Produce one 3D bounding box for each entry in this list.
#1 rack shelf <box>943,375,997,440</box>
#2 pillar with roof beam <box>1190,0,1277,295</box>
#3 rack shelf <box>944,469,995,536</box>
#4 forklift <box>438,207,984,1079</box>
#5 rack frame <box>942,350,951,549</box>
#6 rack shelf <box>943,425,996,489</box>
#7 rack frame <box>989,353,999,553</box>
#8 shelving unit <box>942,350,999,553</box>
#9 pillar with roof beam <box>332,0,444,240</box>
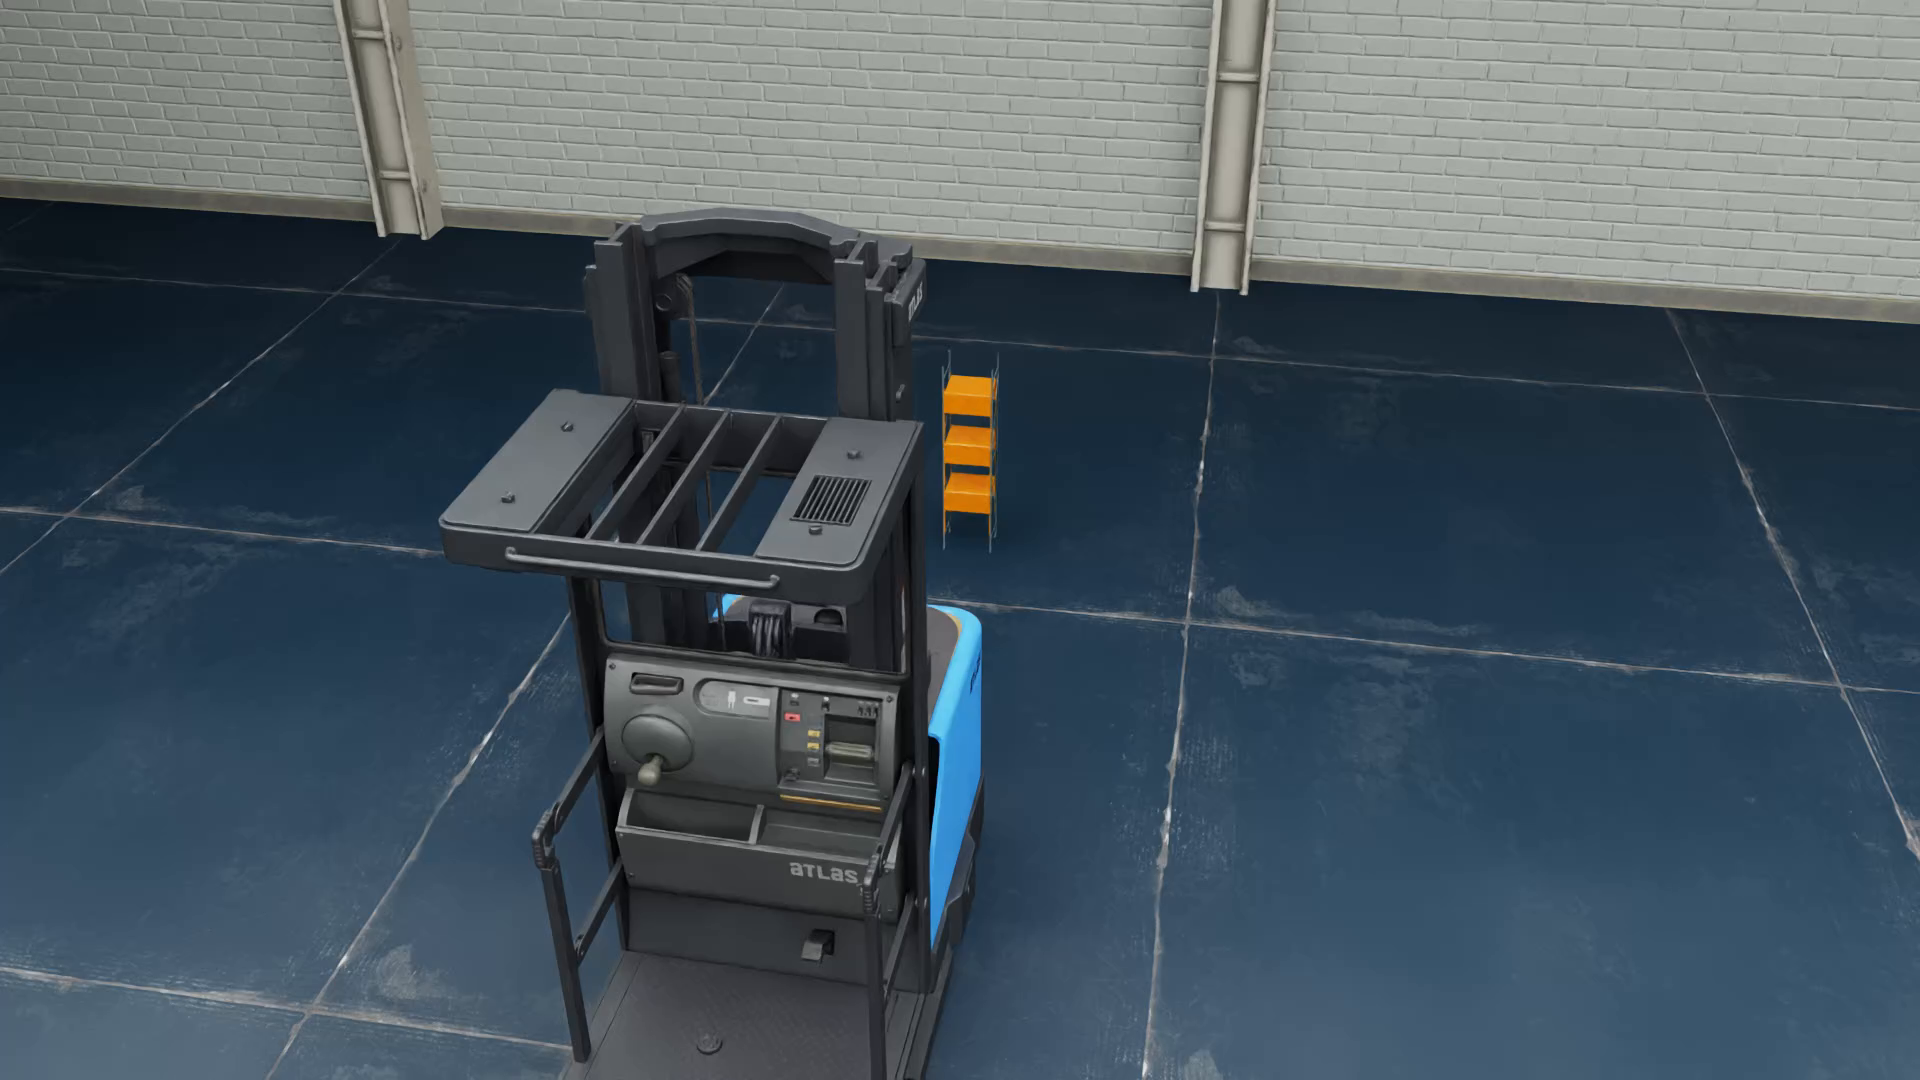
[{"bbox_3d":[0.053,-0.672,8.319,0.240,0.259,0.215,5,32,8],"label":"rack shelf"},{"bbox_3d":[1.087,-3.345,5.612,0.400,9.000,9.100,5,32,8],"label":"pillar with roof beam"},{"bbox_3d":[0.053,-0.196,8.617,0.240,0.259,0.215,5,32,8],"label":"rack shelf"},{"bbox_3d":[-0.688,0.649,4.951,1.130,2.935,3.031,6,33,9],"label":"forklift"},{"bbox_3d":[-0.068,-0.451,8.481,0.008,1.050,0.200,5,32,8],"label":"rack frame"},{"bbox_3d":[0.053,-0.431,8.469,0.240,0.259,0.215,5,32,8],"label":"rack shelf"},{"bbox_3d":[0.173,-0.429,8.446,0.008,1.050,0.200,5,32,8],"label":"rack frame"},{"bbox_3d":[0.053,-0.440,8.464,0.252,1.050,0.215,5,32,8],"label":"shelving unit"},{"bbox_3d":[-4.827,-3.881,6.468,0.400,9.000,9.100,5,32,8],"label":"pillar with roof beam"}]
